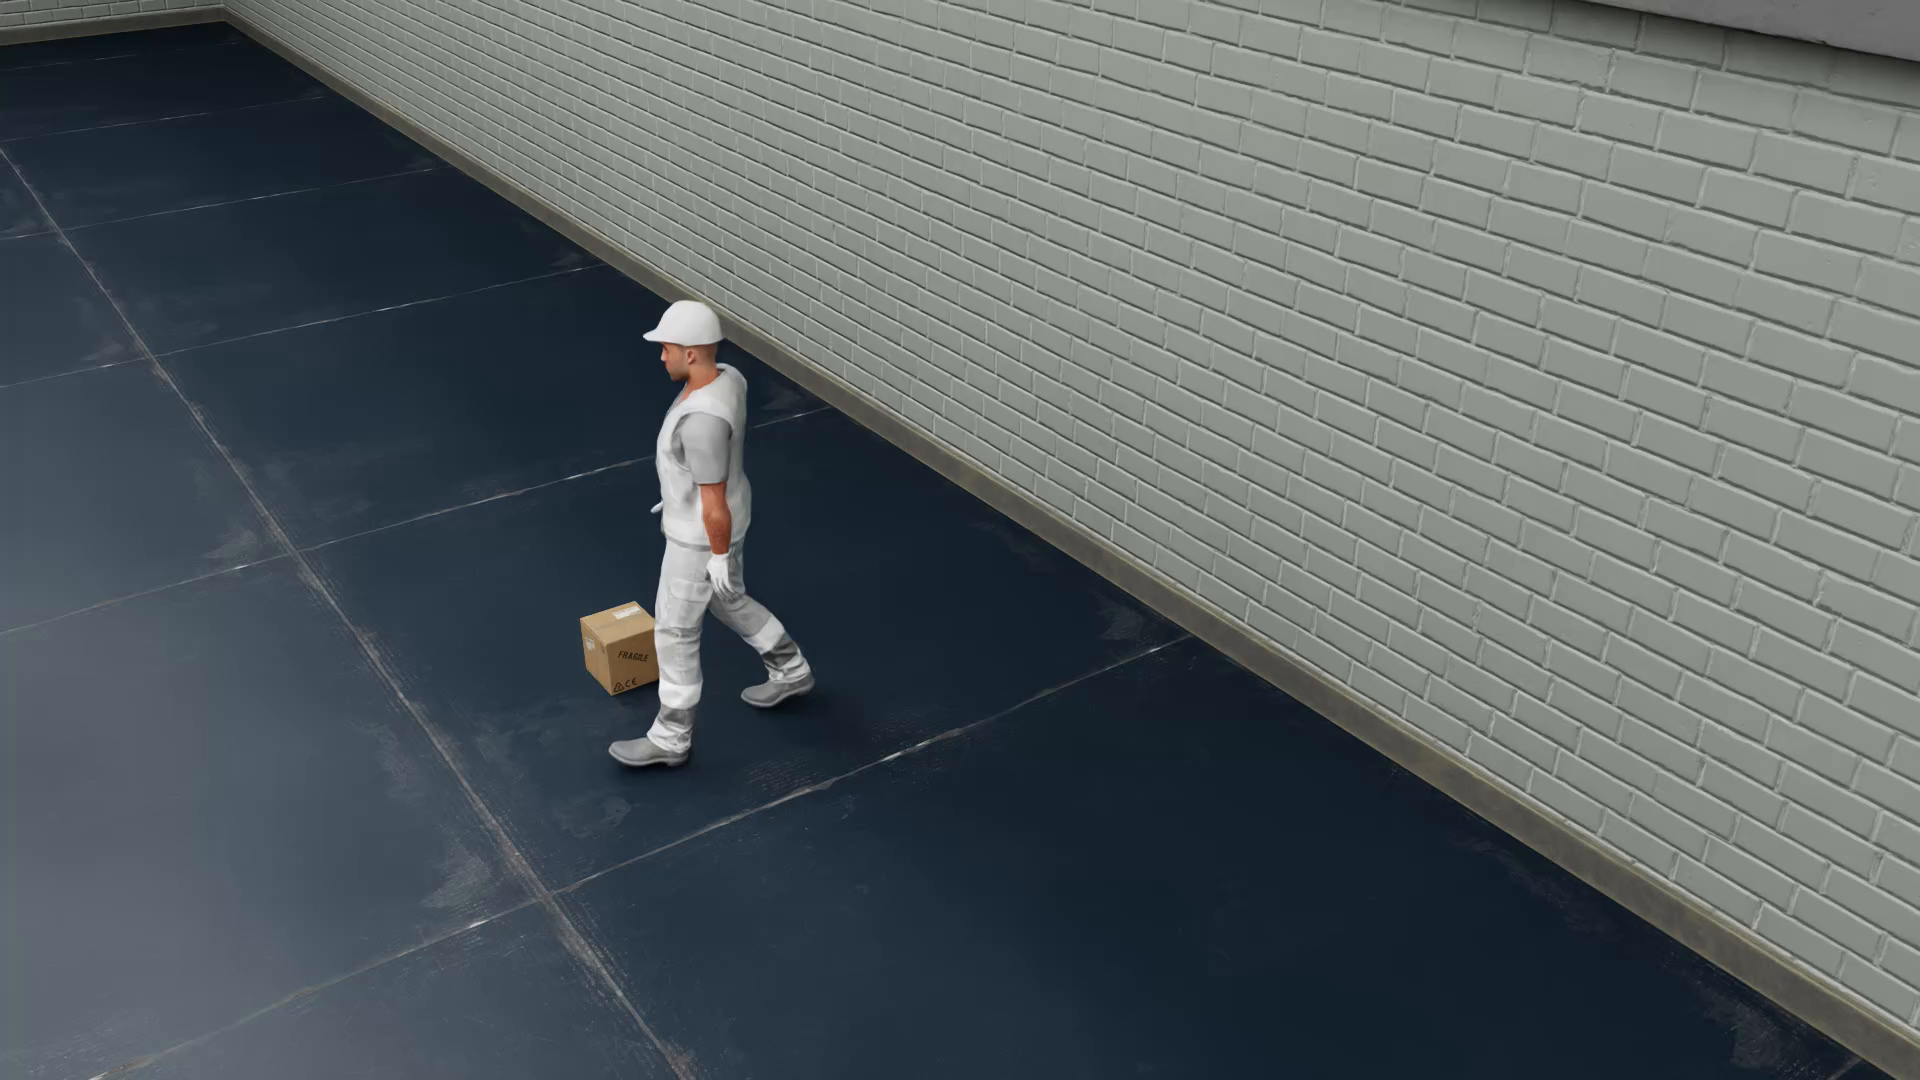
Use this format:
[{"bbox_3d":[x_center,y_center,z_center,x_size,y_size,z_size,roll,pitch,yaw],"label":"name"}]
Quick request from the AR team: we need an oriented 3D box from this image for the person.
[{"bbox_3d":[-0.962,-0.024,6.136,0.730,1.771,0.565,2,28,3],"label":"person"}]
